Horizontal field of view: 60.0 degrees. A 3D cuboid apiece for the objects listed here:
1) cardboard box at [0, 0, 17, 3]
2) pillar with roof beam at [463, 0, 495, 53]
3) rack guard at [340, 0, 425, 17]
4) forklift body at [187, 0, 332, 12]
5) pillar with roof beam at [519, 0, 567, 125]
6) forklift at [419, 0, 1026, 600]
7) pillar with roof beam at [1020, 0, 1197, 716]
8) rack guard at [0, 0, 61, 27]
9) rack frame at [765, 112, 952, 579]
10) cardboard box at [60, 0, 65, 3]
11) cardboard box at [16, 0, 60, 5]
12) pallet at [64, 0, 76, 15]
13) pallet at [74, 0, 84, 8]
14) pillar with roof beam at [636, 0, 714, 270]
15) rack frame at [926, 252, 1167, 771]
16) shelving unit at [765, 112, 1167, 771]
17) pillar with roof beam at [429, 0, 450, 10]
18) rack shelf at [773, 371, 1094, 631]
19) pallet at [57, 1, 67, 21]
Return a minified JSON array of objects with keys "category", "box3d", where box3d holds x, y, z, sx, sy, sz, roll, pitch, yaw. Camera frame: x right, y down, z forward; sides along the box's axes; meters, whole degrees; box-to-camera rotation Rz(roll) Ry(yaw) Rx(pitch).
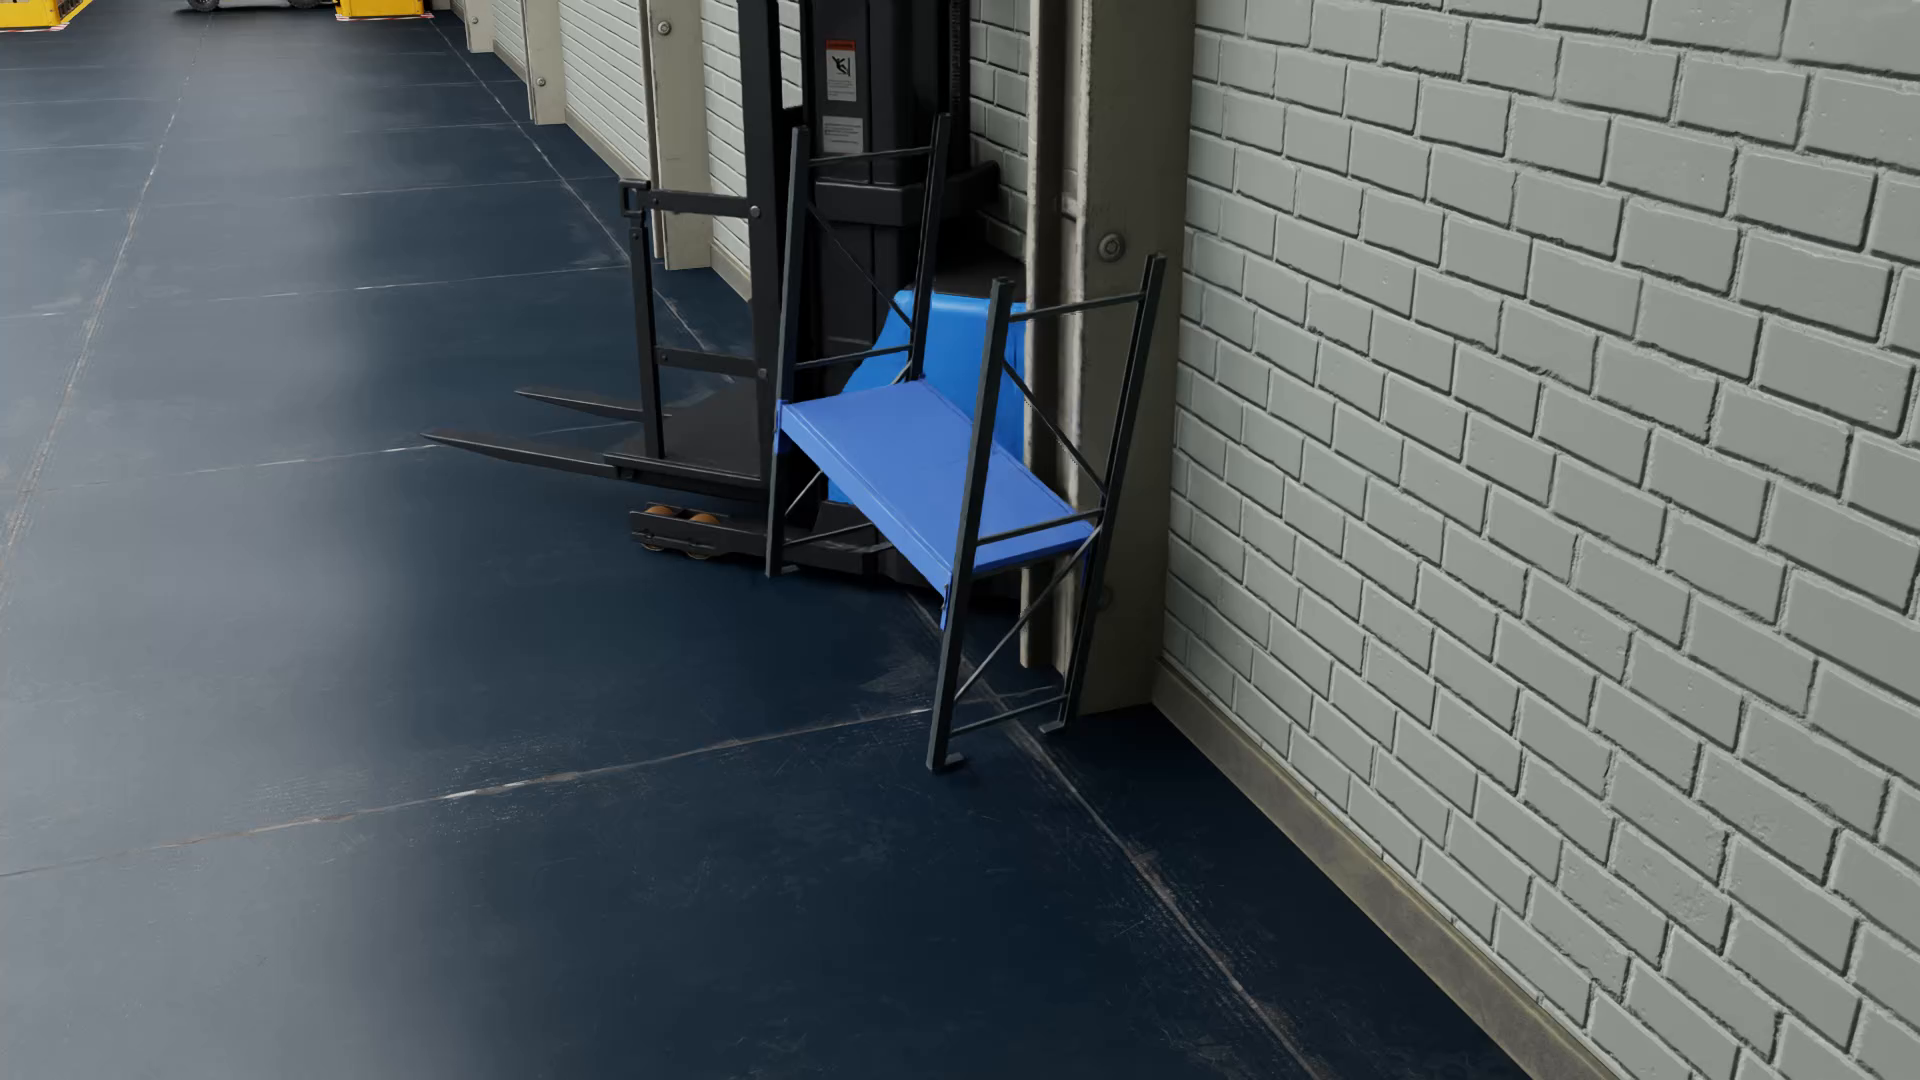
[{"category":"cardboard box","box3d":[-13.859,-7.797,23.886,0.500,0.250,0.500,-8,24,-19]},{"category":"pillar with roof beam","box3d":[-9.982,-9.657,17.577,9.100,9.000,0.400,-8,24,-19]},{"category":"rack guard","box3d":[-8.663,-8.126,24.887,1.175,0.500,0.348,-8,24,-19]},{"category":"forklift body","box3d":[-11.048,-9.335,25.628,2.313,2.155,1.214,-8,24,-19]},{"category":"pillar with roof beam","box3d":[-7.862,-7.477,12.404,9.100,9.000,0.400,-8,24,-19]},{"category":"forklift","box3d":[-0.662,-1.453,5.924,3.031,2.935,1.130,10,25,22]},{"category":"pillar with roof beam","box3d":[-3.623,-3.117,2.059,9.100,9.000,0.400,-8,24,-19]},{"category":"rack guard","box3d":[-13.340,-7.480,23.354,1.175,0.500,0.348,-8,24,-19]},{"category":"rack frame","box3d":[-0.327,-0.557,5.089,0.500,1.500,0.032,-14,39,-30]},{"category":"cardboard box","box3d":[-13.513,-8.049,24.484,0.500,0.250,0.500,-7,24,-17]},{"category":"cardboard box","box3d":[-13.340,-7.862,24.041,0.500,0.250,0.500,-9,24,-19]},{"category":"pallet","box3d":[-14.022,-8.090,25.172,1.003,0.211,1.213,-8,24,-19]},{"category":"pallet","box3d":[-14.456,-8.534,26.226,1.003,0.211,1.213,-8,24,-19]},{"category":"pillar with roof beam","box3d":[-5.743,-5.297,7.232,9.100,9.000,0.400,-8,24,-19]},{"category":"rack frame","box3d":[0.209,-0.032,4.403,0.500,1.500,0.032,-14,39,-30]},{"category":"shelving unit","box3d":[-0.059,-0.294,4.746,0.538,1.500,1.048,-14,39,-30]},{"category":"pillar with roof beam","box3d":[-12.102,-11.838,22.749,9.100,9.000,0.400,-8,24,-19]},{"category":"rack shelf","box3d":[-0.080,-0.145,4.844,0.538,0.185,1.000,-14,39,-30]},{"category":"pallet","box3d":[-13.594,-7.647,24.122,1.003,0.211,1.213,-8,24,-19]}]
